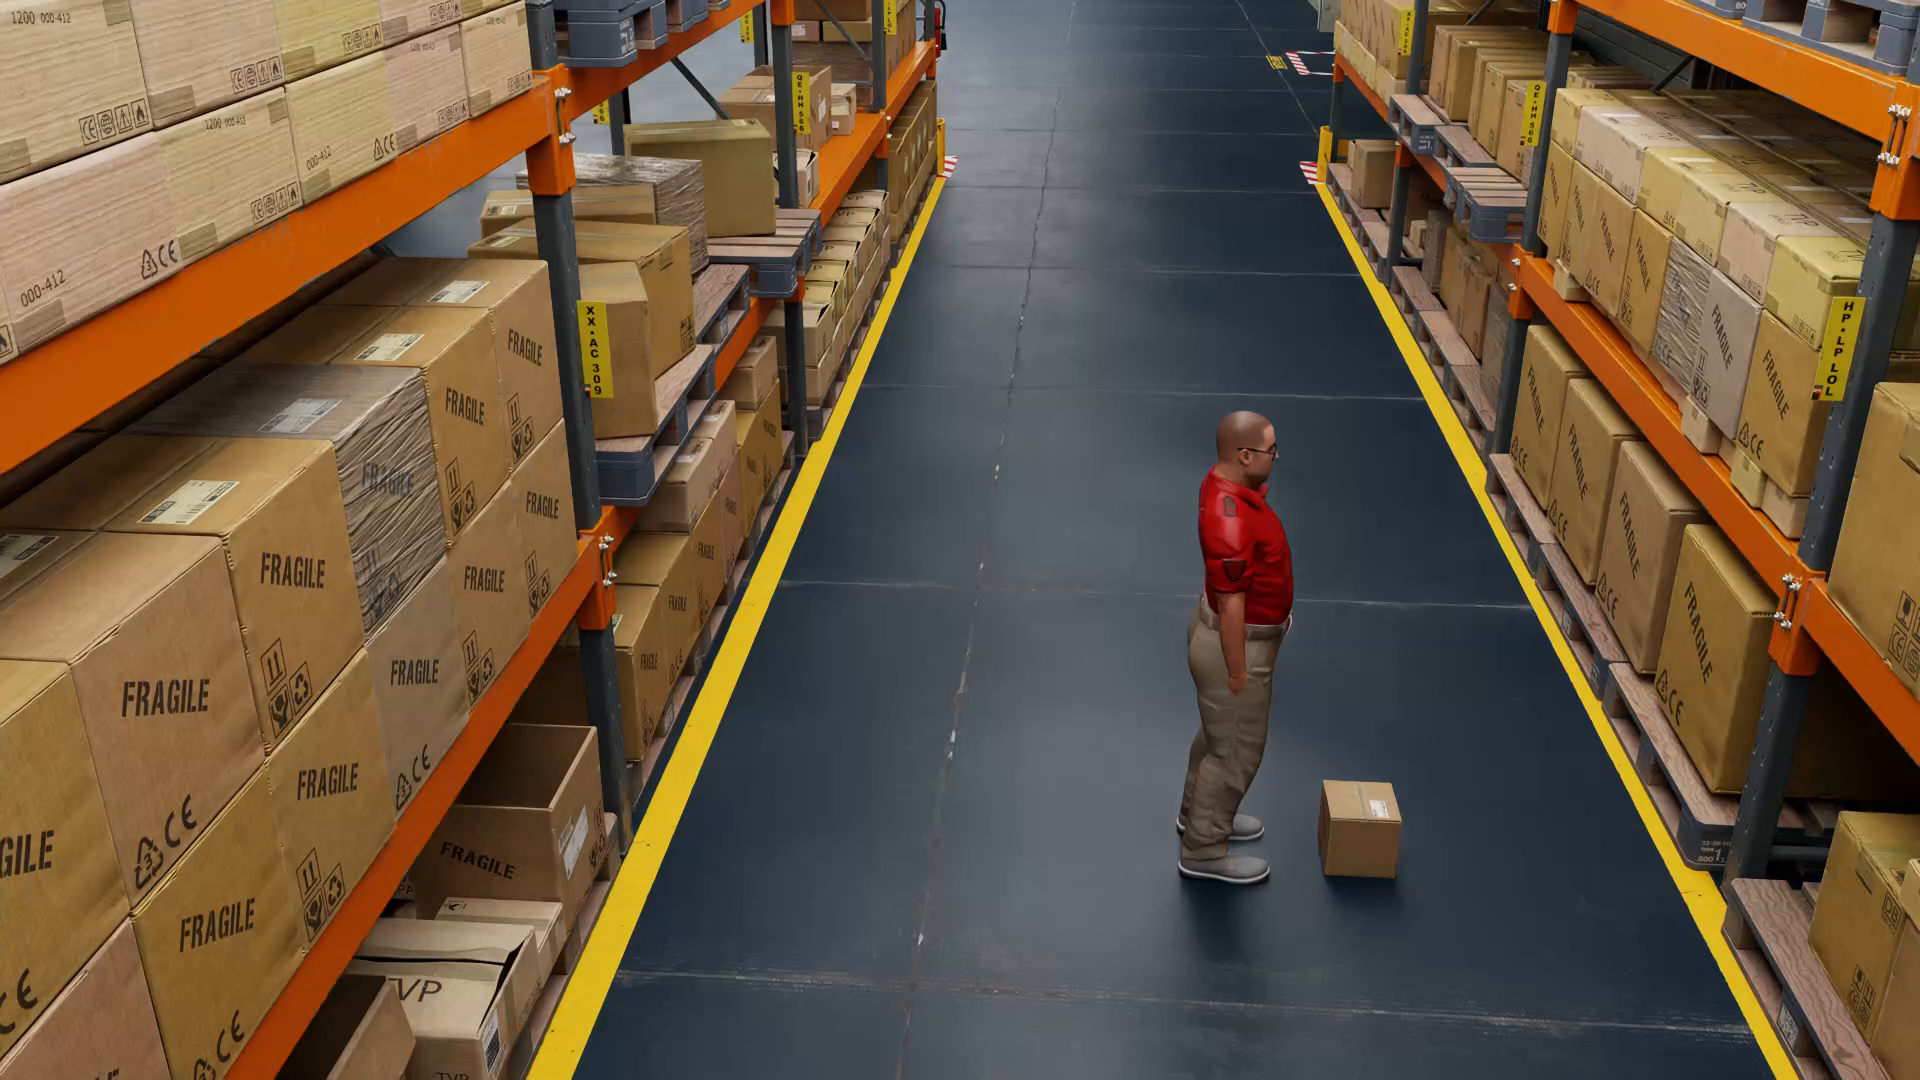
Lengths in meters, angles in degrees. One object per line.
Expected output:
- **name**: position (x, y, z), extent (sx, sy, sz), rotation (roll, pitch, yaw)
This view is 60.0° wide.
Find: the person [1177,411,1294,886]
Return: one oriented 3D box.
- **person**: position (0.976, 0.368, 5.827), extent (0.360, 1.726, 0.528), rotation (2, 24, 5)
